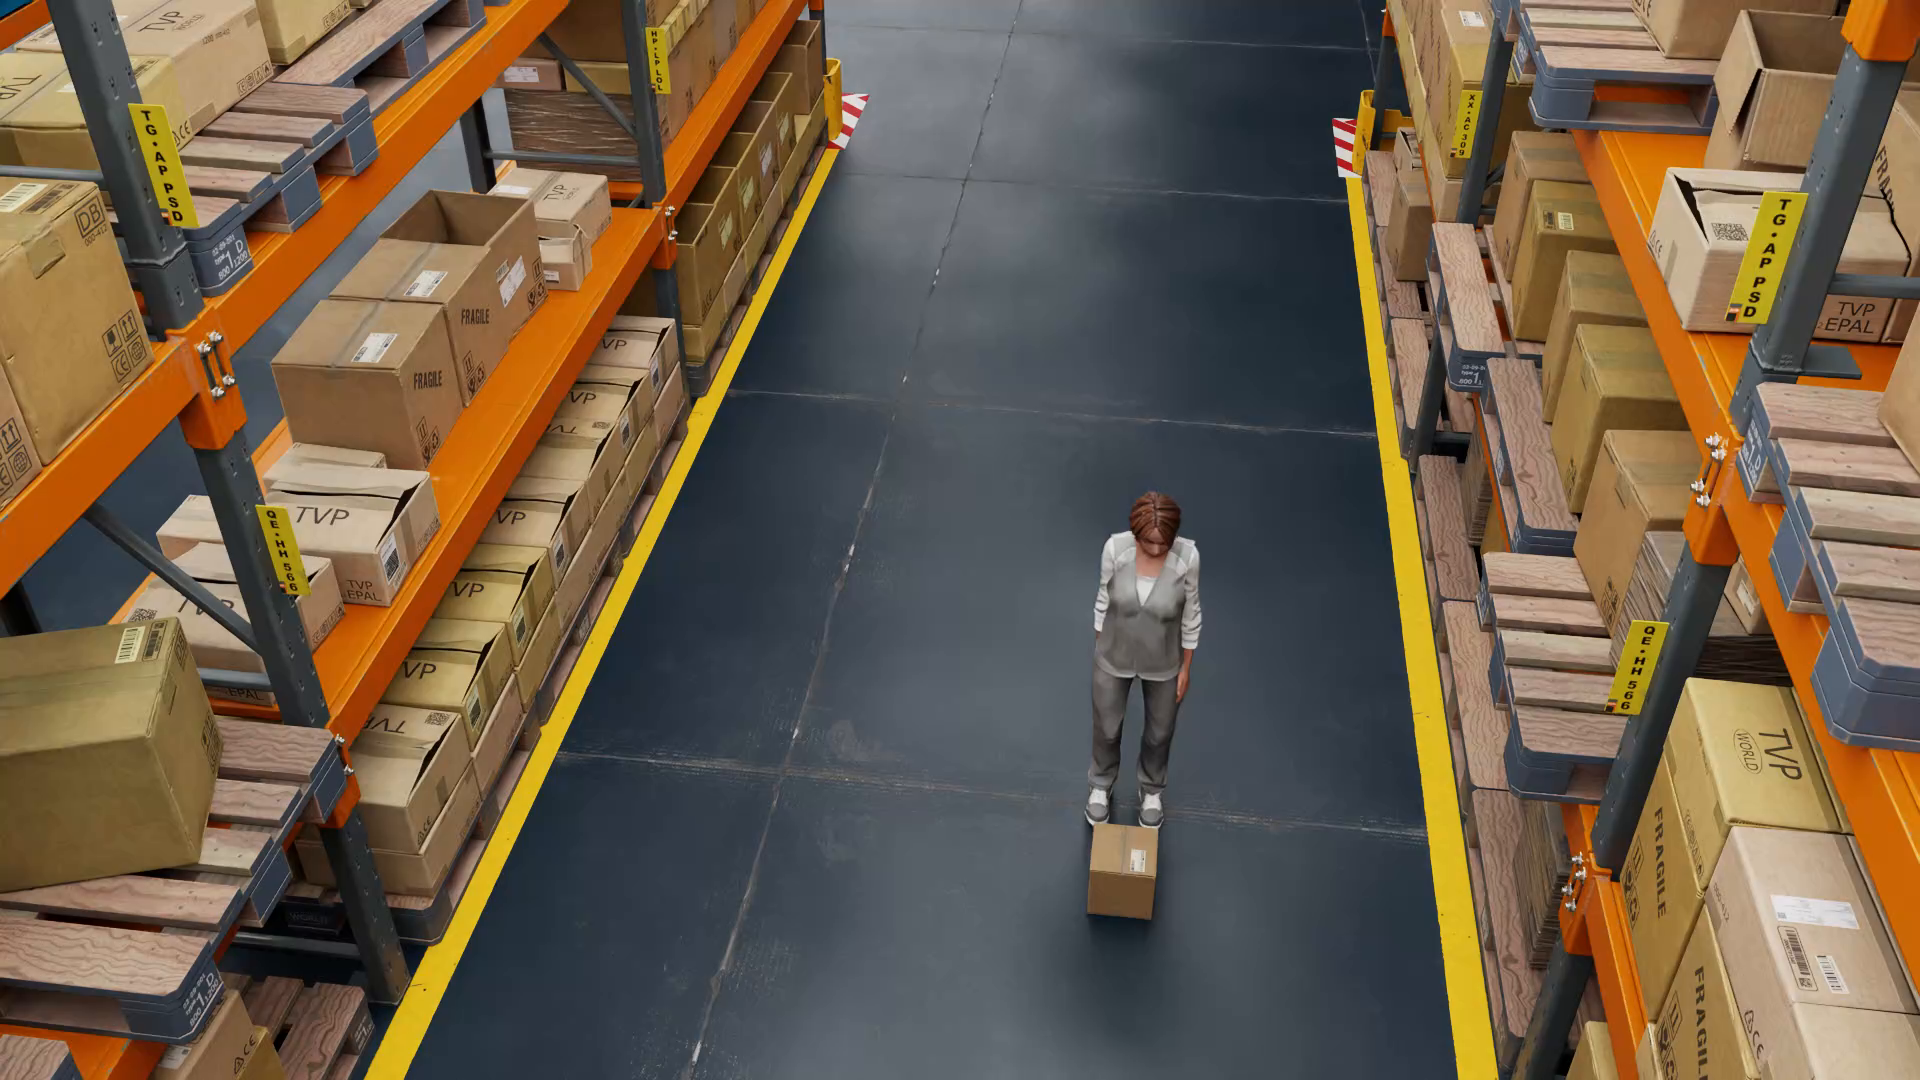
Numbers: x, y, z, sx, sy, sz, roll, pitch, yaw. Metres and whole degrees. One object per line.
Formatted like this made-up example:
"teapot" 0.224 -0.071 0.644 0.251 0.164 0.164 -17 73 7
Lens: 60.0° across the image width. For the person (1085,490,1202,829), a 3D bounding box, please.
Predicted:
"person" 0.711 0.476 6.424 0.407 1.579 0.301 5 37 7
